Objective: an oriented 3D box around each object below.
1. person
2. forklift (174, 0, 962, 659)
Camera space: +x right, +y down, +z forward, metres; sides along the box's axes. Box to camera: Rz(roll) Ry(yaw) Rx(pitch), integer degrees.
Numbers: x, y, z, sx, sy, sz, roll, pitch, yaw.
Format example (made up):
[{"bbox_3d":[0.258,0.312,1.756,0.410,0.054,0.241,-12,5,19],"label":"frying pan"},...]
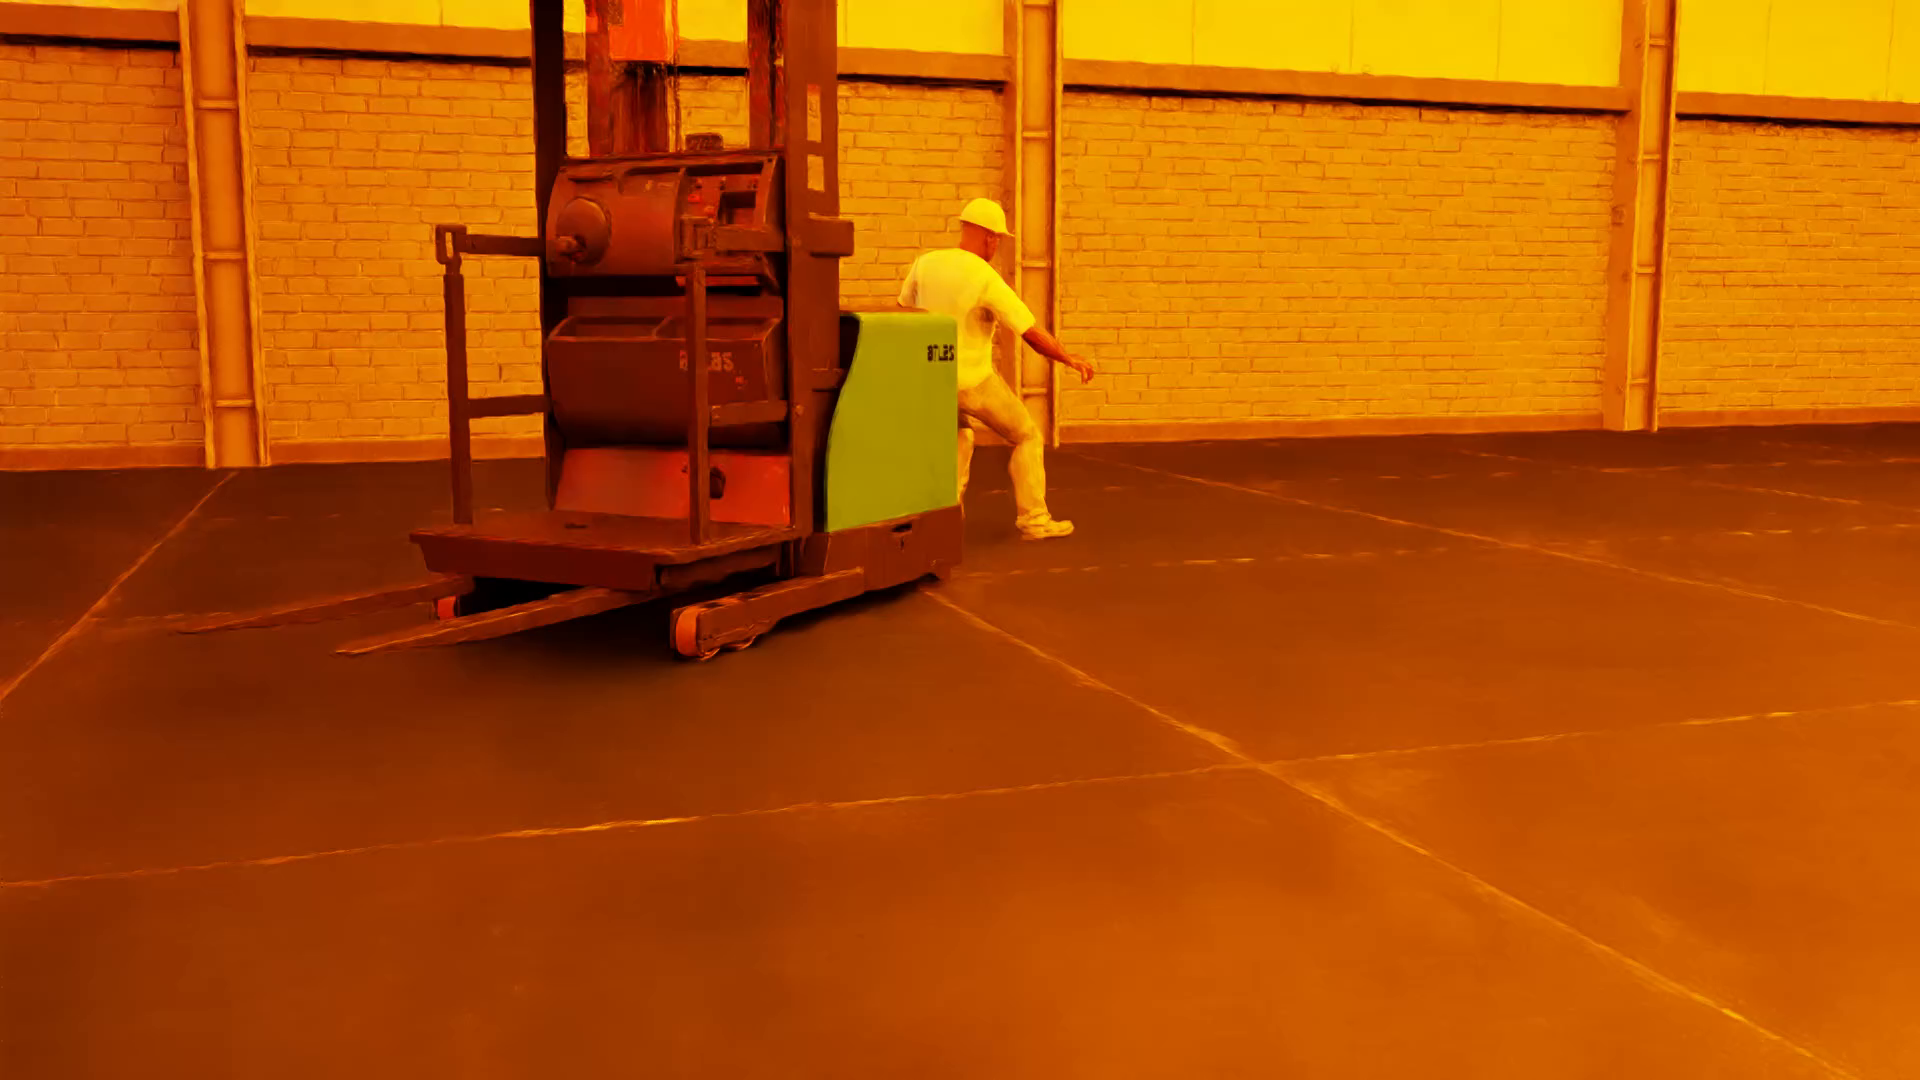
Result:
[{"bbox_3d":[0.105,-0.826,8.056,0.929,1.611,0.648,6,10,39],"label":"person"},{"bbox_3d":[-1.124,-1.149,5.495,1.130,2.935,3.031,4,9,27],"label":"forklift"}]
